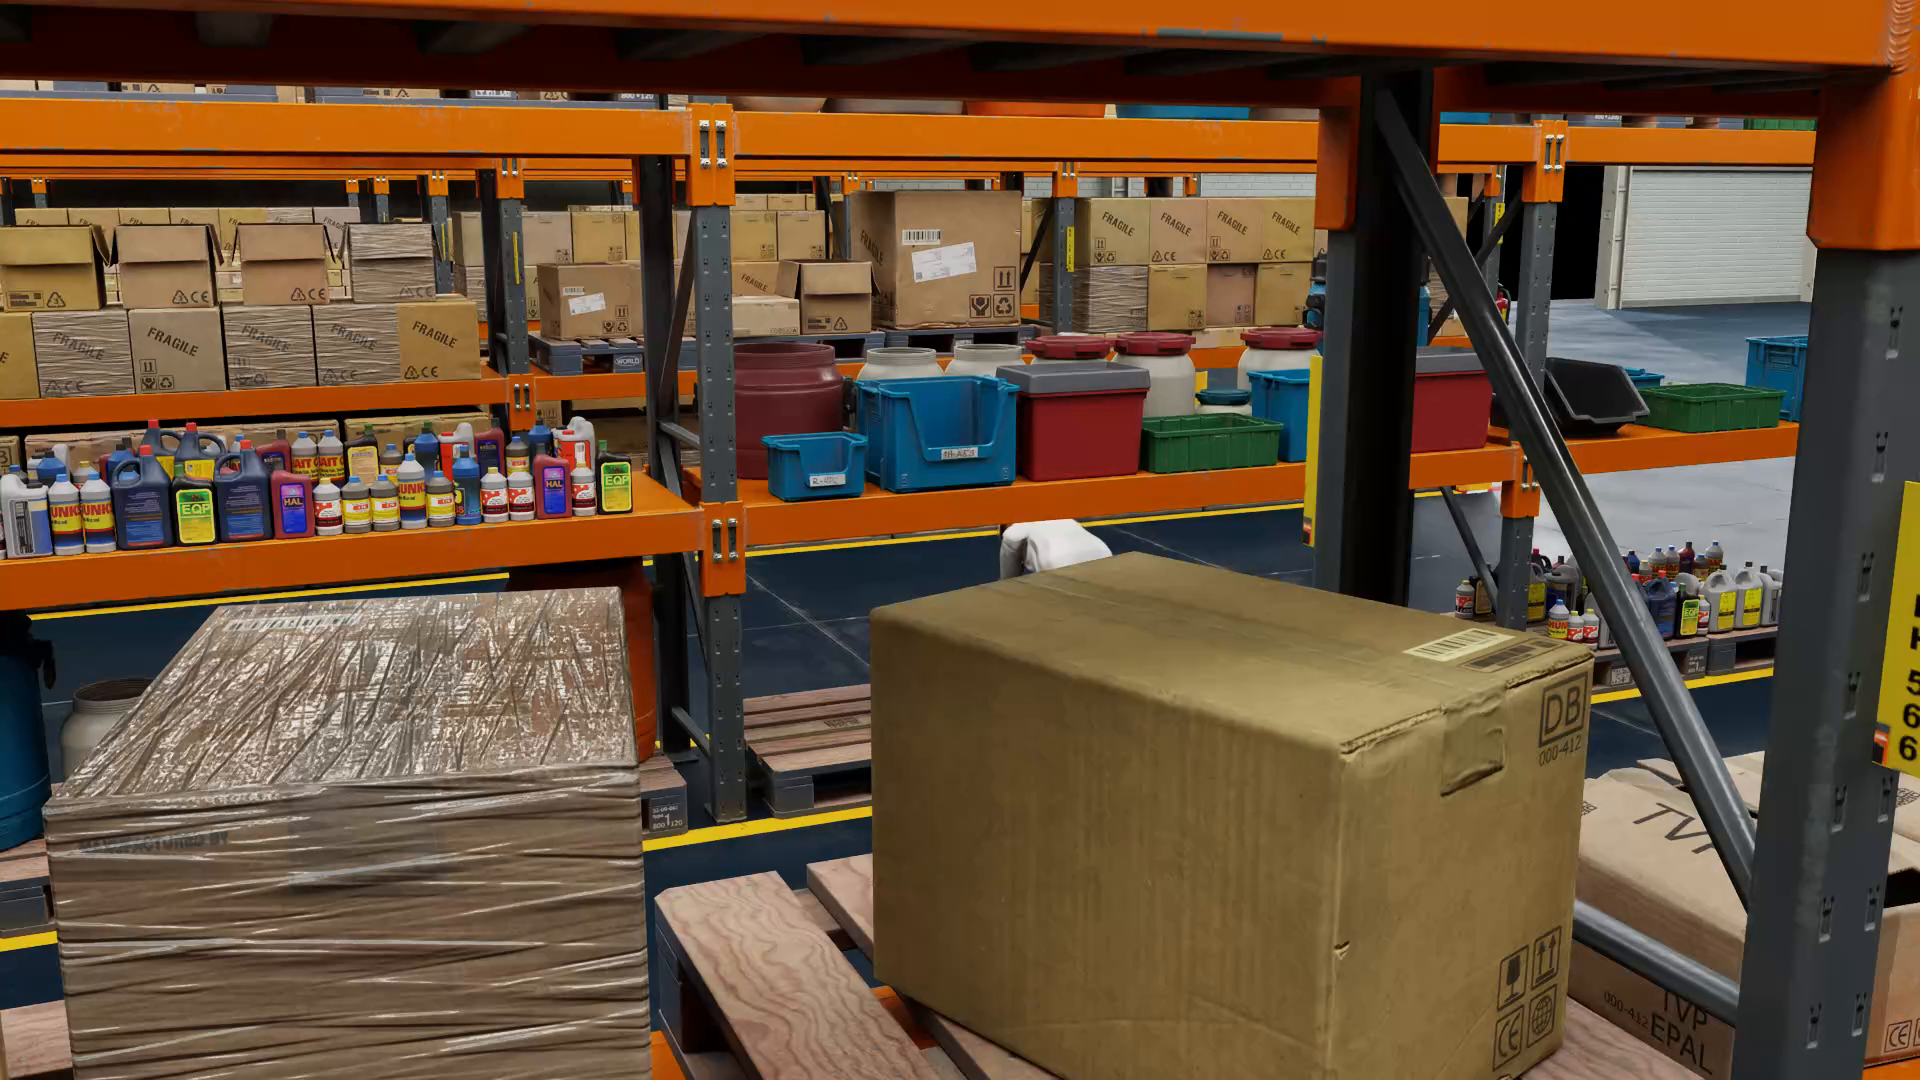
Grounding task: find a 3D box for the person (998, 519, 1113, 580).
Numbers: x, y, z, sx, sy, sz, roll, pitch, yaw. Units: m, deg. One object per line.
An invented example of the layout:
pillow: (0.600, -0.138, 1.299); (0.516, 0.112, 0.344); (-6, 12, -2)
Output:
person: (0.508, 0.247, 9.330); (0.525, 0.868, 0.958); (-5, 13, -24)
